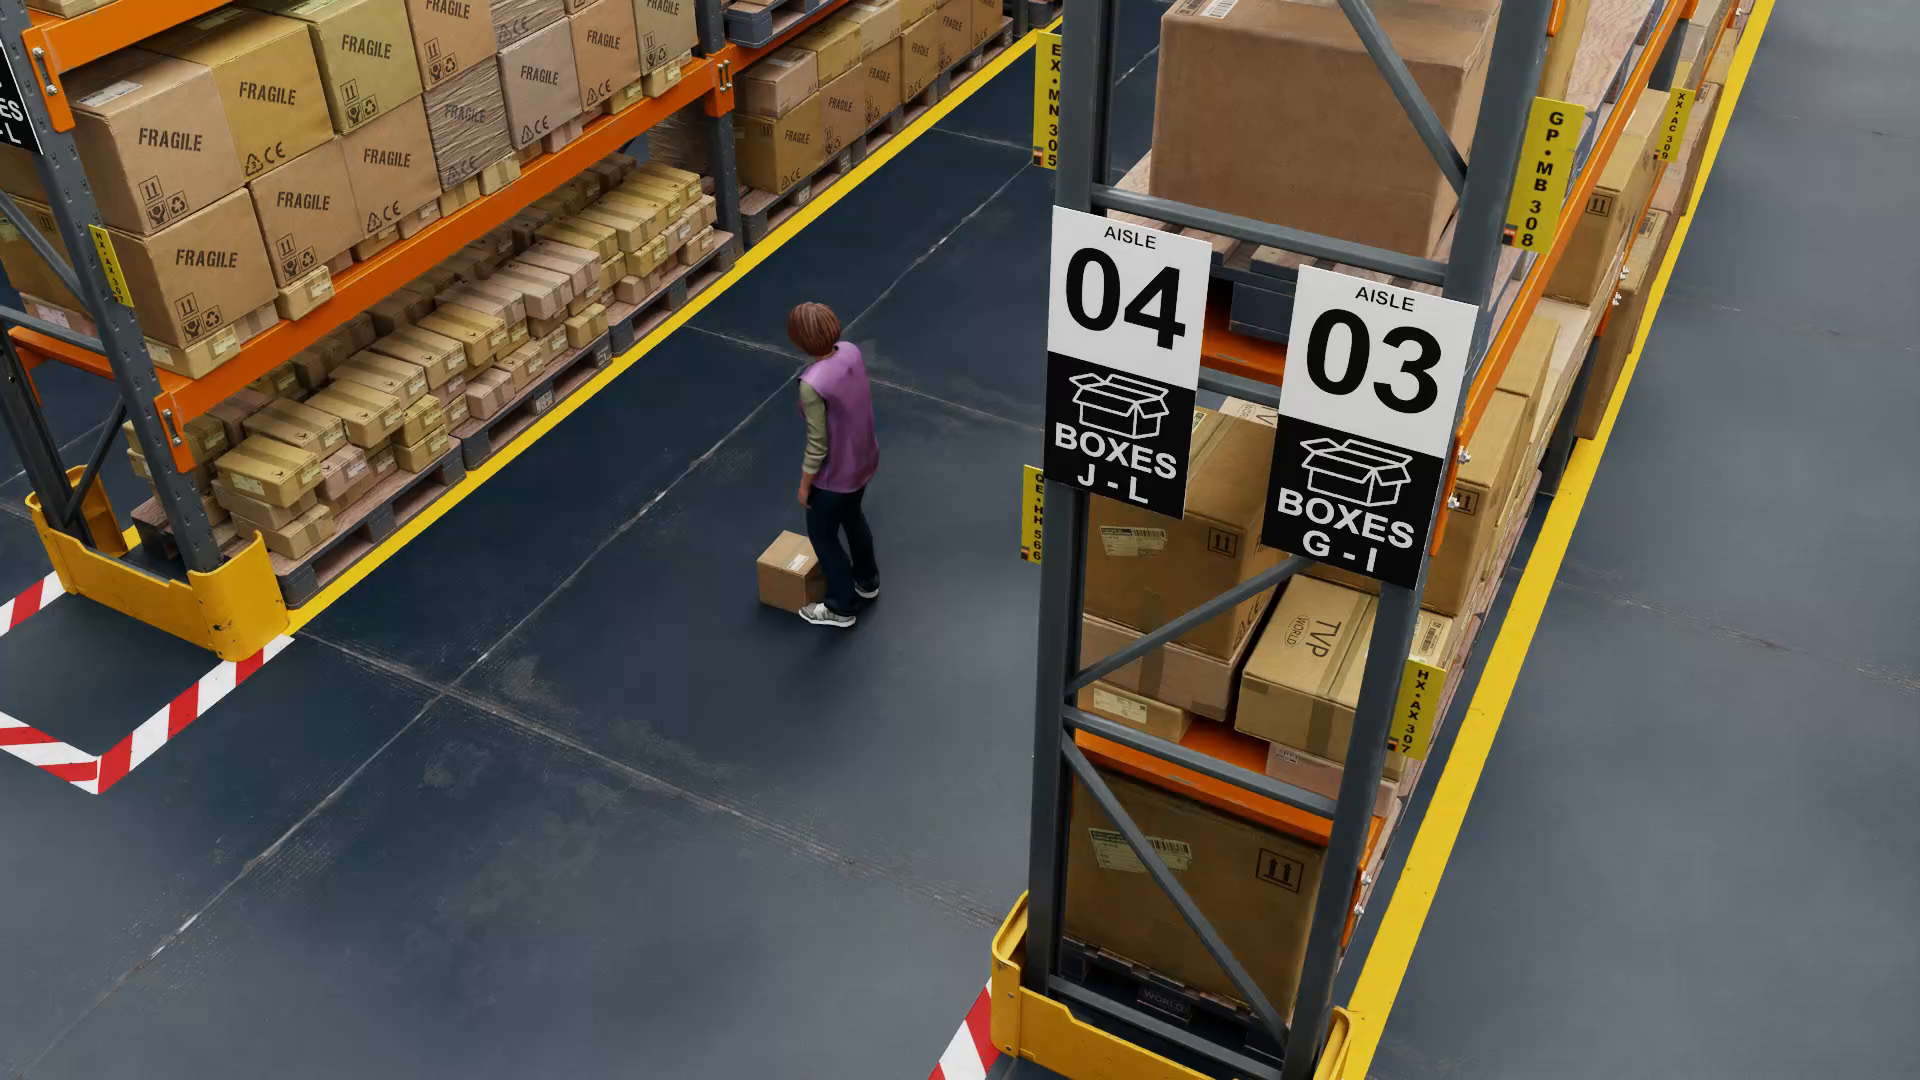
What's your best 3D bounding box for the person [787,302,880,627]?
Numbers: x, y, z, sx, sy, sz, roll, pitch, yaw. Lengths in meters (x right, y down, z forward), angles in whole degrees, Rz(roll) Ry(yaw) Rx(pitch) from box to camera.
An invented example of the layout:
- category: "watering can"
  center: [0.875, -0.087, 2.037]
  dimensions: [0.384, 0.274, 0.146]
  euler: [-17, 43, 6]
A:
- category: "person"
  center: [-0.532, -0.308, 7.144]
  dimensions: [0.343, 1.592, 0.460]
  euler: [18, 42, 21]
